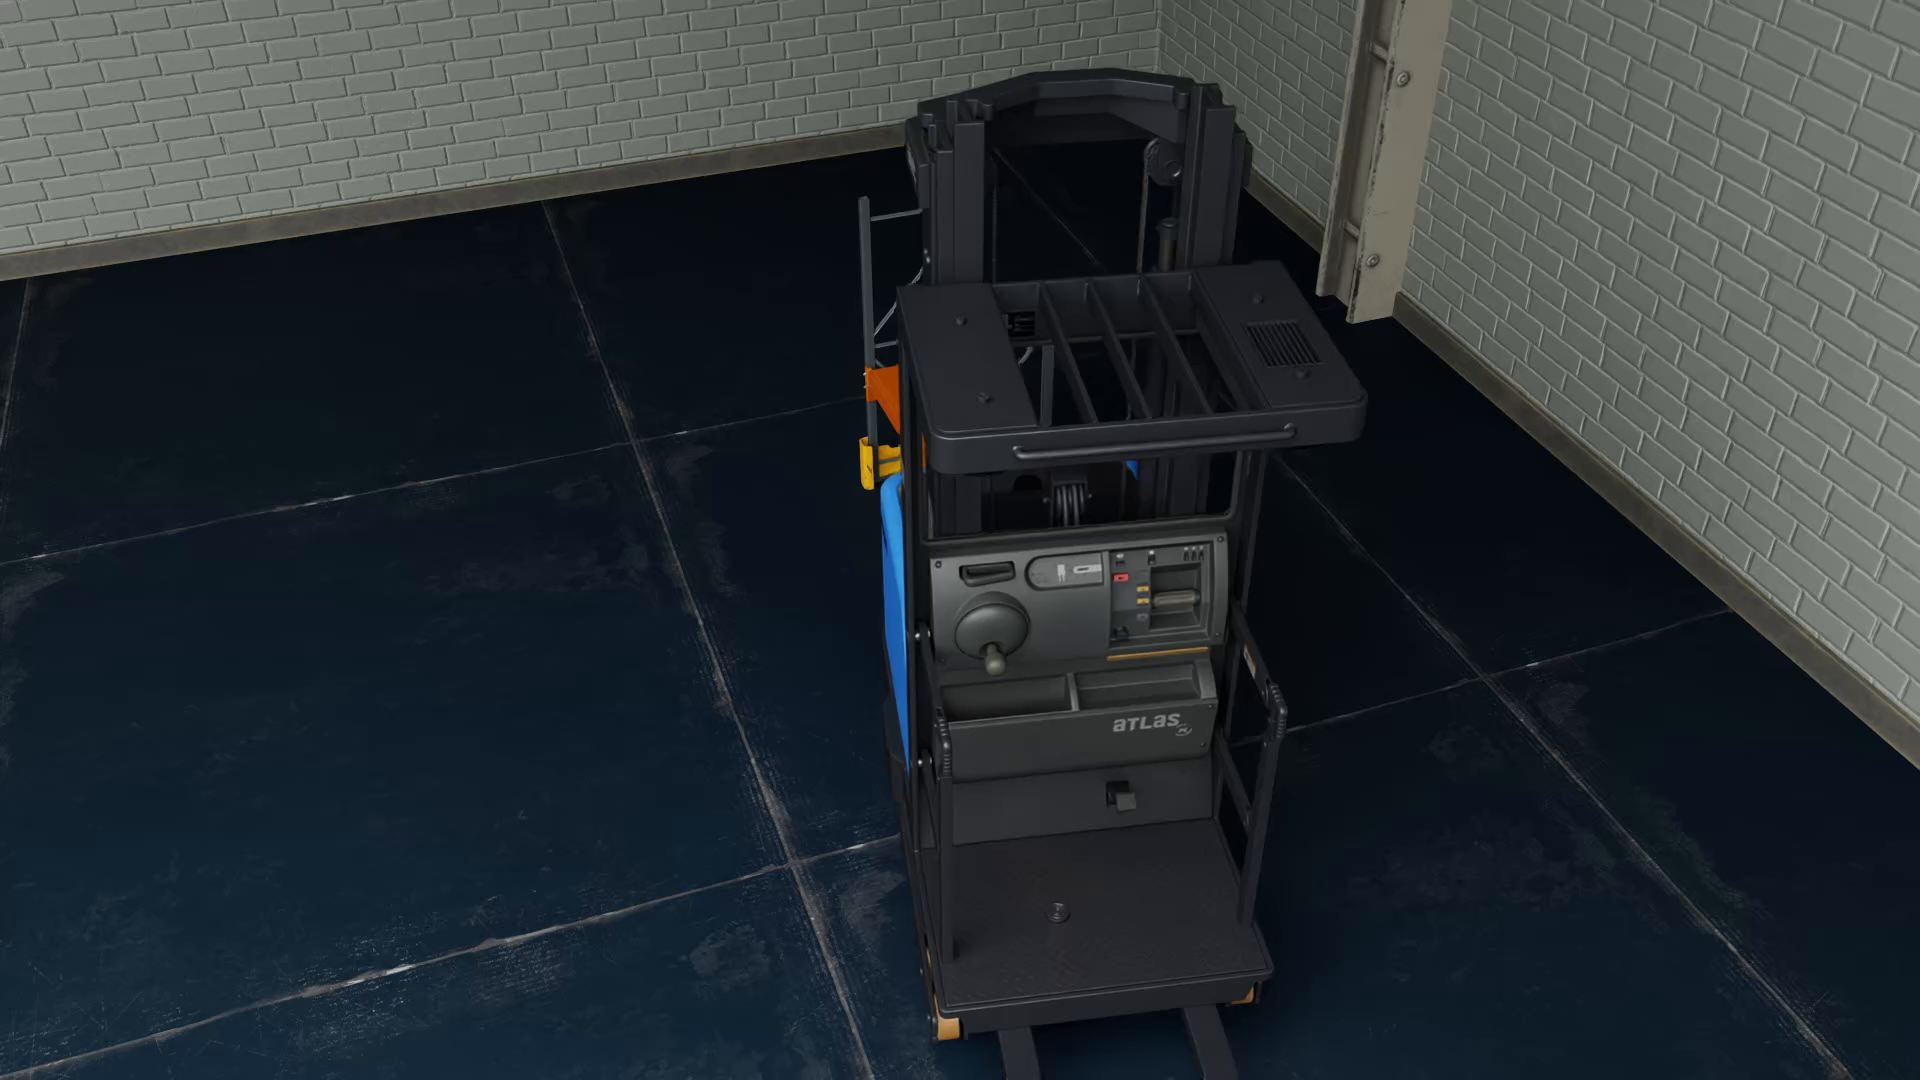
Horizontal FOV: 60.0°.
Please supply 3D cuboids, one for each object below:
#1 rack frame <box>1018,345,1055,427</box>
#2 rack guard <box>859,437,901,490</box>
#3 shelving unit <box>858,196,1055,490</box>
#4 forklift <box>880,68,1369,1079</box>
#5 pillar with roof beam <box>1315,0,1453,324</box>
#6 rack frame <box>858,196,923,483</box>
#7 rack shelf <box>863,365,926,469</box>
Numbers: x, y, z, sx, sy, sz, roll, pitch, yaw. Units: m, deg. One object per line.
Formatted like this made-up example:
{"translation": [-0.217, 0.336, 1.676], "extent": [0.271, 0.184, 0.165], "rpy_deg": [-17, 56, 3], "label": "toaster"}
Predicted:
{"translation": [0.146, -0.360, 6.981], "extent": [0.500, 1.500, 0.032], "rpy_deg": [-12, 39, -16], "label": "rack frame"}
{"translation": [-0.198, -0.424, 8.105], "extent": [0.587, 0.250, 0.087], "rpy_deg": [-12, 39, -16], "label": "rack guard"}
{"translation": [-0.026, -0.642, 7.356], "extent": [0.587, 1.500, 1.083], "rpy_deg": [-12, 39, -16], "label": "shelving unit"}
{"translation": [0.406, 0.261, 4.967], "extent": [1.130, 2.935, 3.031], "rpy_deg": [-5, 37, -7], "label": "forklift"}
{"translation": [-1.769, -4.063, 5.665], "extent": [9.100, 9.000, 0.400], "rpy_deg": [-12, 39, -16], "label": "pillar with roof beam"}
{"translation": [-0.204, -0.934, 7.744], "extent": [0.500, 1.500, 0.032], "rpy_deg": [-12, 39, -16], "label": "rack frame"}
{"translation": [-0.029, -0.504, 7.471], "extent": [0.538, 0.185, 1.000], "rpy_deg": [-12, 39, -16], "label": "rack shelf"}
